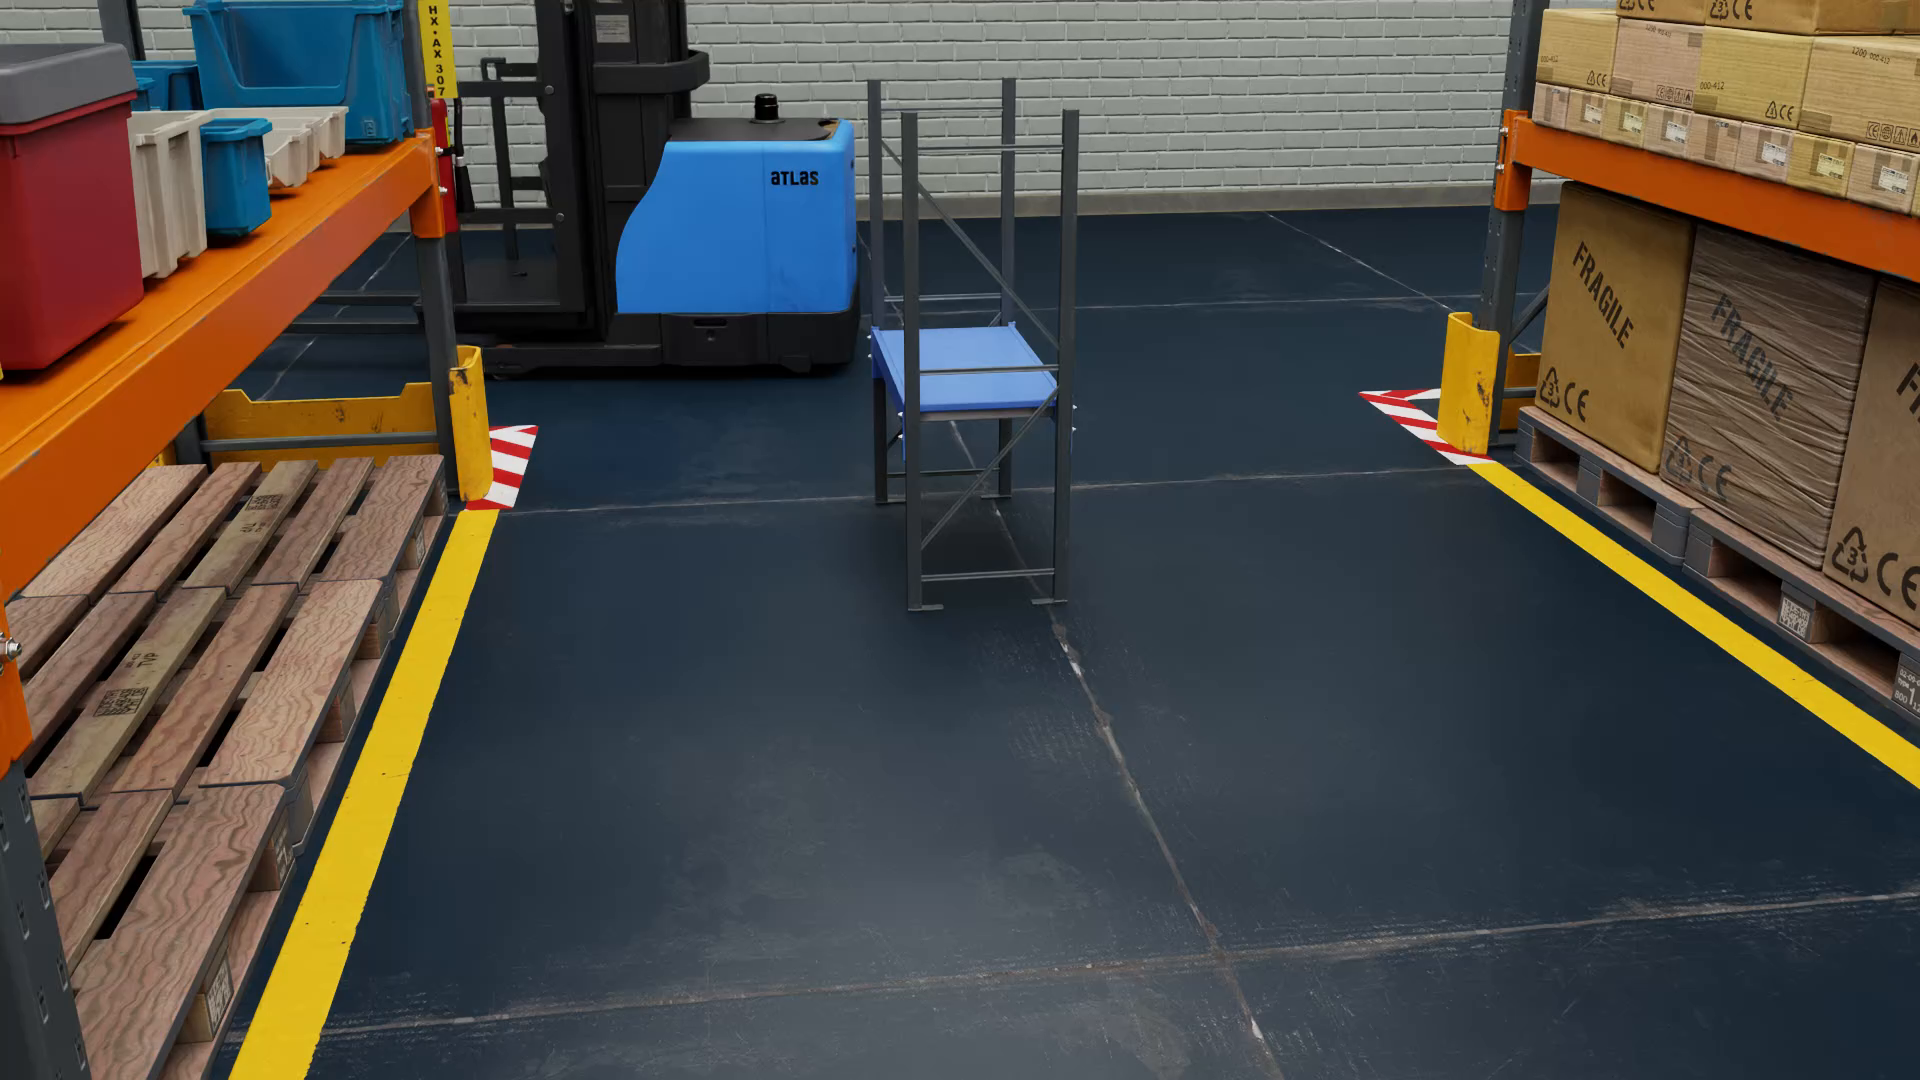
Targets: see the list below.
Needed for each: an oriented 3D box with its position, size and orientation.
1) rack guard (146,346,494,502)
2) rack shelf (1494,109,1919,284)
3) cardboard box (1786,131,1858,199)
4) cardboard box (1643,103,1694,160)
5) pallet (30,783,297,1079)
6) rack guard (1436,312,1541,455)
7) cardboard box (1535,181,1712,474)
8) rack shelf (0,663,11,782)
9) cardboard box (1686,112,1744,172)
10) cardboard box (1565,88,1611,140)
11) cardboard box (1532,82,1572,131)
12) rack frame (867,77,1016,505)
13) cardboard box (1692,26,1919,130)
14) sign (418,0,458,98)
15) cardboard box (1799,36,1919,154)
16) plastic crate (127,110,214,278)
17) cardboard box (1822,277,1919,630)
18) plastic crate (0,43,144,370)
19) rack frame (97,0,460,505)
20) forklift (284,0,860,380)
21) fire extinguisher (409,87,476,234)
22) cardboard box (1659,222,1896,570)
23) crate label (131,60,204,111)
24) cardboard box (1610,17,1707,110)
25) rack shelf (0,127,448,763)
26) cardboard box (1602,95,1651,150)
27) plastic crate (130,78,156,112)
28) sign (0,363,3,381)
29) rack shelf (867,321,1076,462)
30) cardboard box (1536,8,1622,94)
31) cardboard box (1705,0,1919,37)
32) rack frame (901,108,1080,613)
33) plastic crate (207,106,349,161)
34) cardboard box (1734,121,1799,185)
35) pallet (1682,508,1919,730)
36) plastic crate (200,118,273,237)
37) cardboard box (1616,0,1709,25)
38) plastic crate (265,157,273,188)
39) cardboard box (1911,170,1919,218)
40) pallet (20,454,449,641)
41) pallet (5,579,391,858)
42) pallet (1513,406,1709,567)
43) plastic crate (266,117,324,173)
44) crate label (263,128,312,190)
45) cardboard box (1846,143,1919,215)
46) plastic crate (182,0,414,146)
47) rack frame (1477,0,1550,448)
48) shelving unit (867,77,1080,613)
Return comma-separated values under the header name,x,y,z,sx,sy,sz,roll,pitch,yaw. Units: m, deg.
name,x,y,z,sx,sy,sz,roll,pitch,yaw
rack guard,-2.347,-0.408,6.094,1.175,0.500,0.348,-3,21,-8
rack shelf,2.859,-0.792,4.577,1.077,0.370,4.000,-3,21,-8
cardboard box,2.518,-1.031,4.550,0.380,0.149,0.250,-3,21,-9
cardboard box,2.410,-1.296,5.259,0.380,0.149,0.250,-3,21,-9
pallet,-1.898,0.867,3.092,1.003,0.211,1.213,-3,21,-8
rack guard,2.567,-0.658,6.765,1.175,0.500,0.348,-3,21,-8
cardboard box,2.742,-0.805,6.021,0.875,0.875,0.875,-3,21,-8
rack shelf,-1.466,0.843,0.200,1.077,0.370,4.000,-3,21,-8
cardboard box,2.445,-1.208,5.023,0.380,0.149,0.250,-3,21,-9
cardboard box,2.334,-1.475,5.738,0.380,0.149,0.250,-3,21,-9
cardboard box,2.295,-1.564,5.975,0.380,0.149,0.250,-3,21,-7
rack frame,-0.061,-0.849,5.846,0.500,1.500,0.032,-3,21,-8
cardboard box,2.523,-1.357,4.850,0.500,0.250,0.500,-4,21,-10
sign,-1.789,-1.681,5.697,0.100,0.325,0.005,-3,21,-8
cardboard box,2.603,-1.176,4.368,0.500,0.250,0.500,-3,21,-9
plastic crate,-1.792,-0.697,3.379,0.437,0.282,0.530,-3,21,-8
cardboard box,3.001,-0.182,4.352,0.875,0.875,0.875,-3,21,-8
plastic crate,-1.635,-0.566,2.768,0.402,0.464,0.583,-3,21,-8
rack frame,-2.331,-1.571,5.636,1.000,3.000,0.127,-3,21,-8
forklift,-2.024,-2.297,7.677,3.031,2.935,1.130,0,20,-1
fire extinguisher,-1.903,-1.436,5.916,0.296,0.674,0.183,-3,21,-8
cardboard box,2.873,-0.490,5.177,0.875,0.875,0.875,-3,21,-8
crate label,-2.621,-1.419,5.382,0.416,0.233,0.303,-3,21,-8
cardboard box,2.454,-1.531,5.317,0.500,0.250,0.500,-3,21,-8
rack shelf,-2.042,-0.542,3.908,1.077,0.370,4.000,-3,21,-8
cardboard box,2.371,-1.387,5.500,0.380,0.149,0.250,-3,21,-9
plastic crate,-2.526,-1.191,4.771,0.416,0.233,0.300,-3,21,-8
sign,-1.209,-0.343,1.952,0.100,0.325,0.005,-3,21,-8
rack shelf,0.012,-0.505,5.438,0.538,0.185,1.000,-3,21,-8
cardboard box,2.373,-1.710,5.798,0.500,0.250,0.500,-3,21,-9
cardboard box,2.525,-1.710,4.724,0.500,0.500,0.500,-3,21,-9
rack frame,0.086,-0.497,4.903,0.500,1.500,0.032,-3,21,-8
plastic crate,-2.034,-1.203,4.940,0.396,0.136,0.243,-3,21,-8
cardboard box,2.483,-1.119,4.784,0.380,0.149,0.250,-3,21,-8
pallet,2.936,0.180,4.934,1.003,0.211,1.213,-3,21,-8
plastic crate,-1.781,-0.823,3.786,0.416,0.233,0.300,-3,21,-8
cardboard box,2.445,-1.889,5.203,0.500,0.500,0.500,-3,21,-9
plastic crate,-1.881,-0.905,4.143,0.298,0.136,0.250,-3,21,-8
cardboard box,2.593,-0.852,4.071,0.380,0.149,0.250,-3,21,-9
pallet,-2.250,0.022,5.354,1.003,0.211,1.213,-3,21,-8
pallet,-2.078,0.444,4.226,1.003,0.211,1.213,-3,21,-8
pallet,2.763,-0.242,6.062,1.003,0.211,1.213,-3,21,-8
plastic crate,-2.006,-1.102,4.670,0.396,0.136,0.243,-3,21,-8
crate label,-1.942,-1.006,4.415,0.396,0.136,0.243,-3,21,-8
cardboard box,2.558,-0.941,4.307,0.380,0.149,0.250,-3,21,-7
plastic crate,-2.098,-1.509,5.334,0.616,0.435,0.499,-3,21,-8
rack frame,2.571,-1.821,6.305,1.000,3.000,0.127,-3,21,-8
shelving unit,0.012,-0.673,5.375,0.538,1.500,1.048,-3,21,-8
